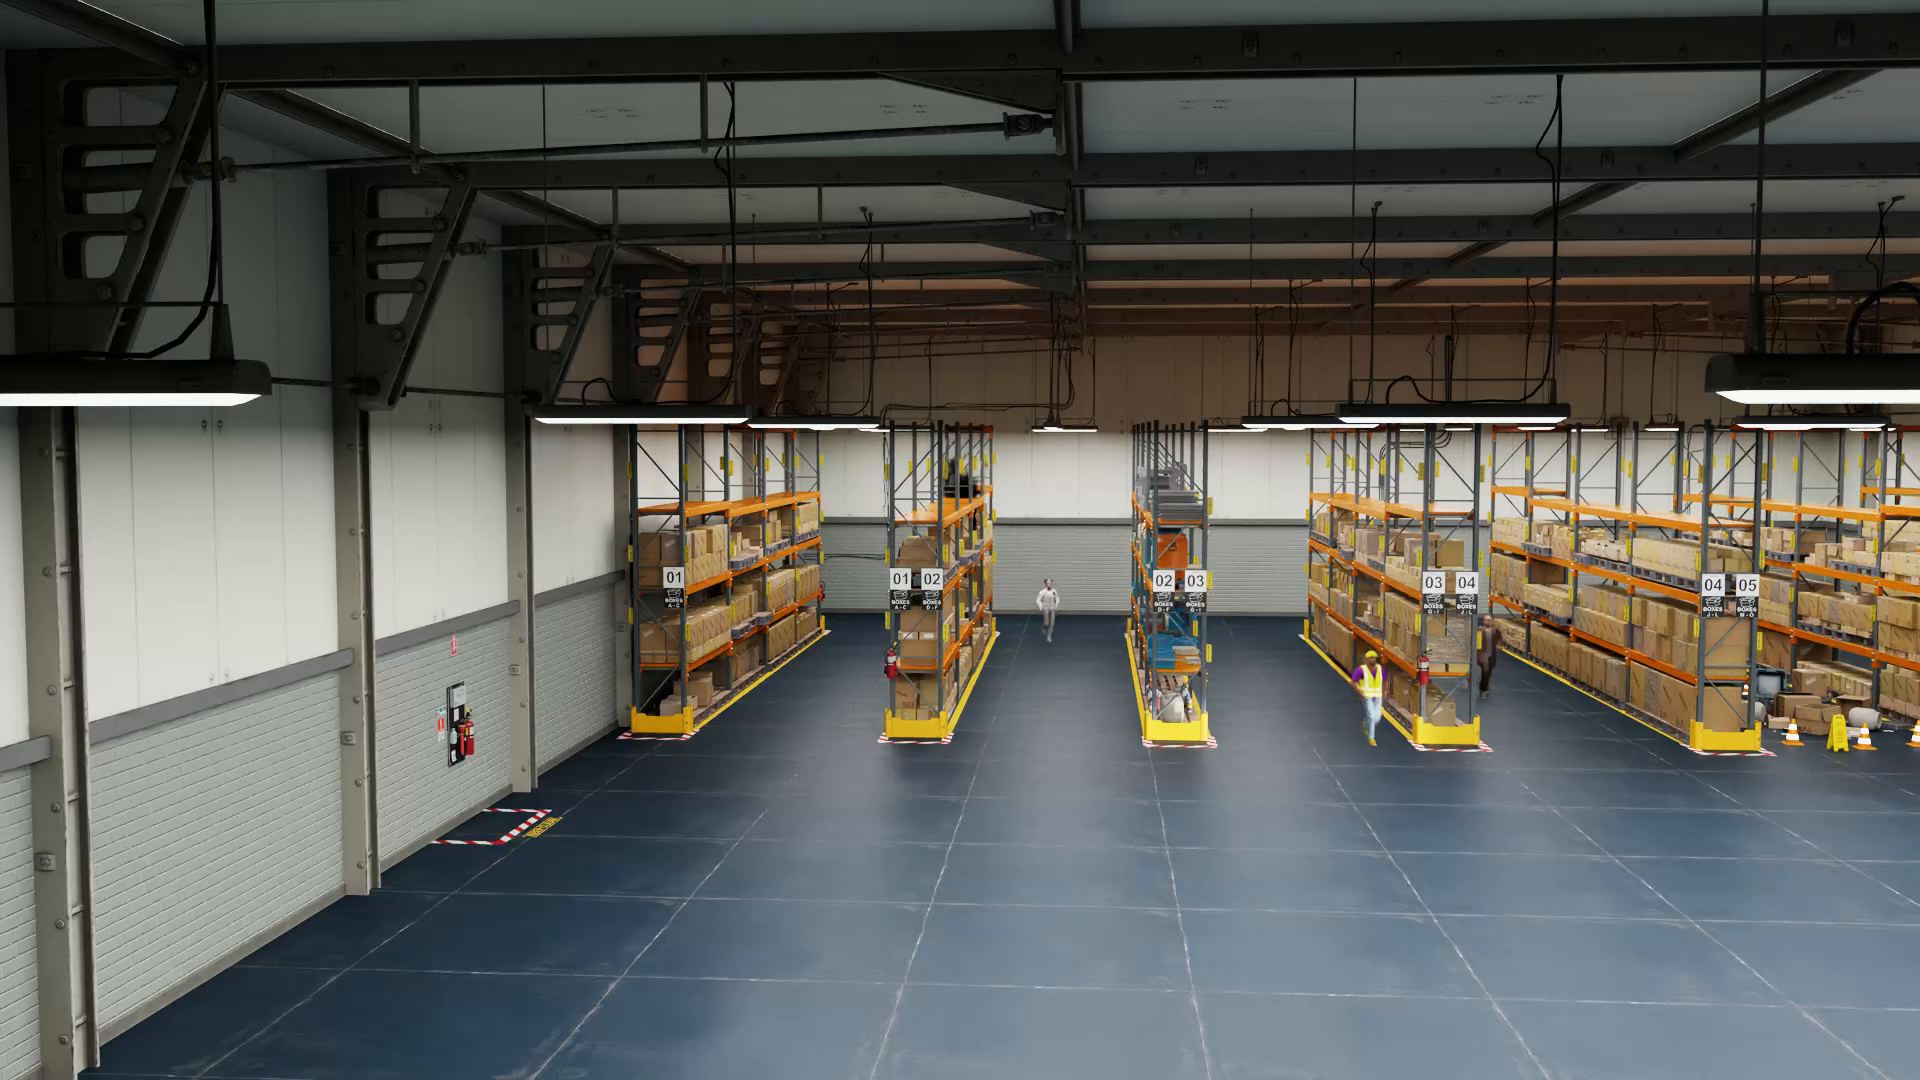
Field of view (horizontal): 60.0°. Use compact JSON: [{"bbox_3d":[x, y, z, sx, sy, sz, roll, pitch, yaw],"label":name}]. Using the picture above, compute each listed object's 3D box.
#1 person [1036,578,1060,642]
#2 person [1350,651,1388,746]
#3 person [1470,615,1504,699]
[{"bbox_3d":[2.334,1.840,43.807,0.615,1.662,0.555,-1,4,-11],"label":"person"},{"bbox_3d":[7.617,2.911,30.950,0.728,1.741,0.703,-1,4,-12],"label":"person"},{"bbox_3d":[11.504,2.555,36.291,0.688,1.839,0.836,0,4,-4],"label":"person"}]
